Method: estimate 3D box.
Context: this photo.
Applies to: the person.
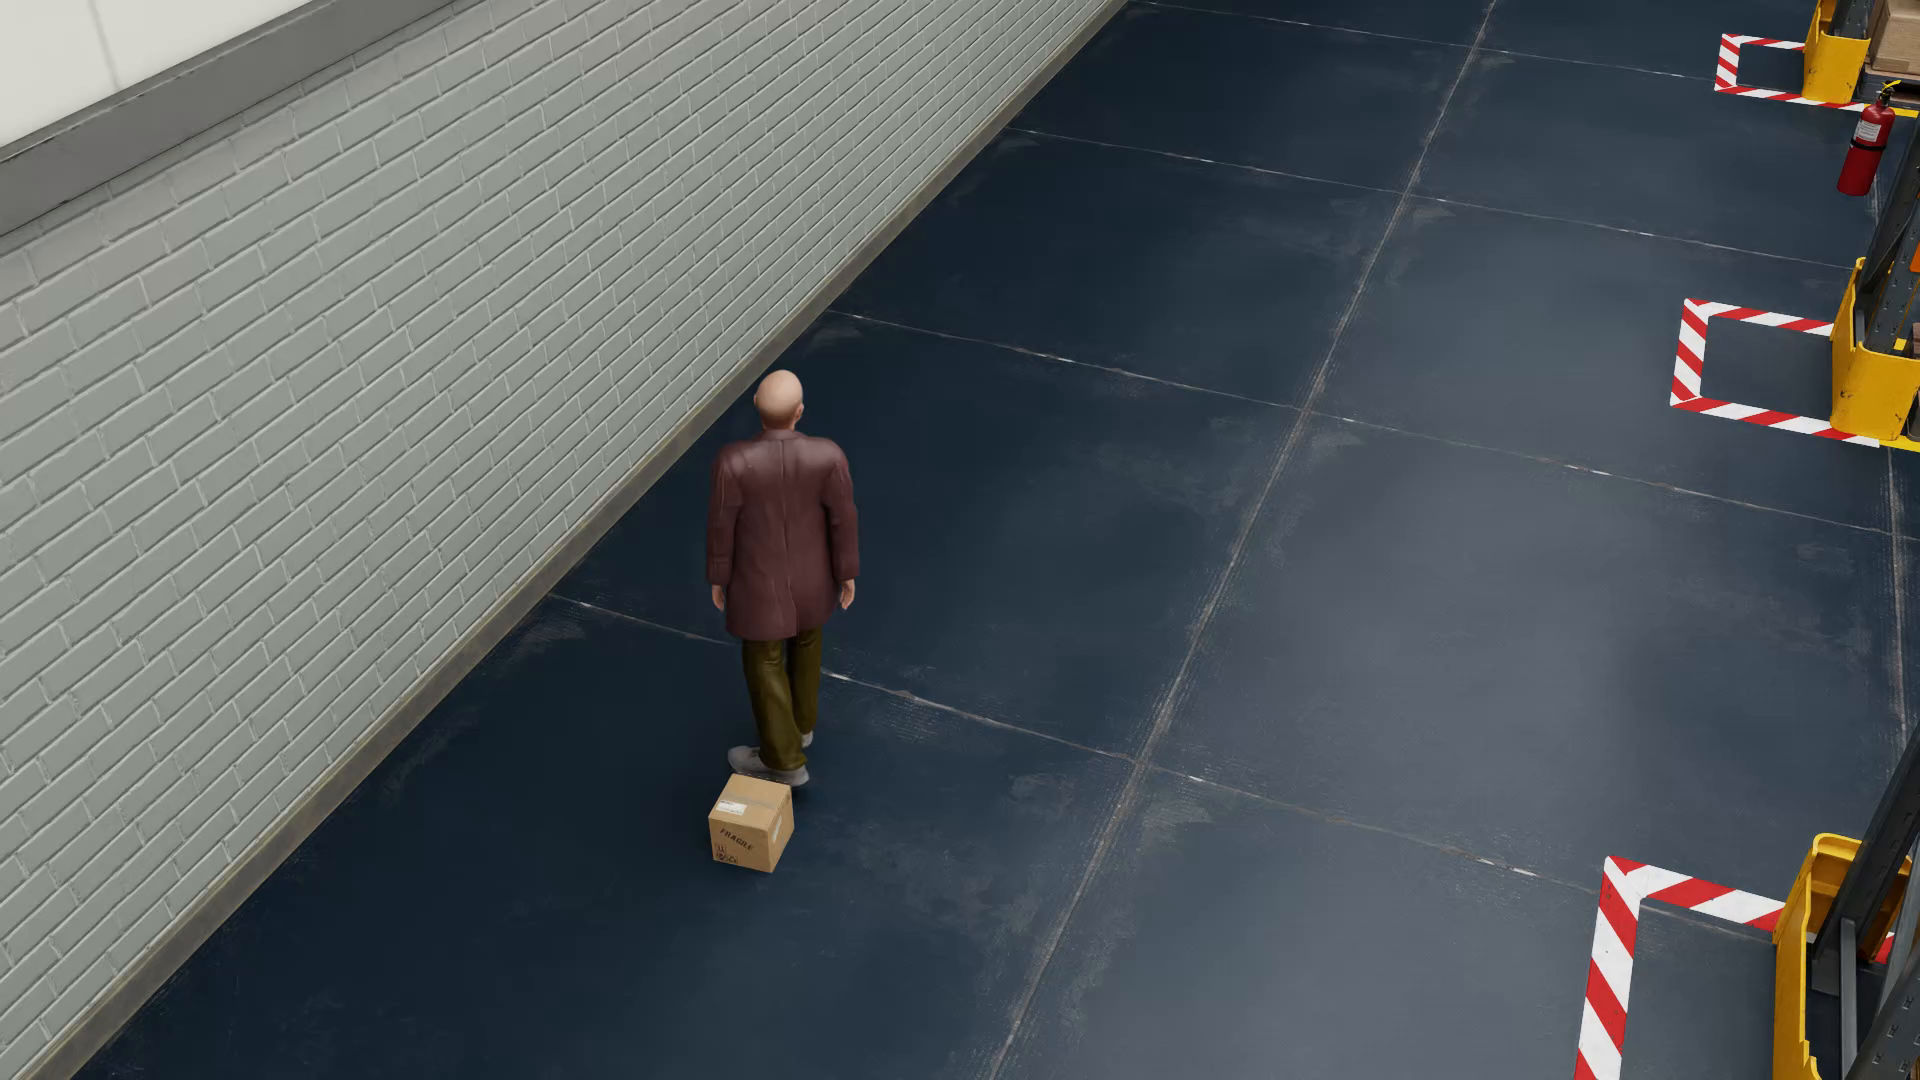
[{"bbox_3d":[-0.696,0.169,6.608,0.619,1.766,0.641,-9,38,-12],"label":"person"}]
